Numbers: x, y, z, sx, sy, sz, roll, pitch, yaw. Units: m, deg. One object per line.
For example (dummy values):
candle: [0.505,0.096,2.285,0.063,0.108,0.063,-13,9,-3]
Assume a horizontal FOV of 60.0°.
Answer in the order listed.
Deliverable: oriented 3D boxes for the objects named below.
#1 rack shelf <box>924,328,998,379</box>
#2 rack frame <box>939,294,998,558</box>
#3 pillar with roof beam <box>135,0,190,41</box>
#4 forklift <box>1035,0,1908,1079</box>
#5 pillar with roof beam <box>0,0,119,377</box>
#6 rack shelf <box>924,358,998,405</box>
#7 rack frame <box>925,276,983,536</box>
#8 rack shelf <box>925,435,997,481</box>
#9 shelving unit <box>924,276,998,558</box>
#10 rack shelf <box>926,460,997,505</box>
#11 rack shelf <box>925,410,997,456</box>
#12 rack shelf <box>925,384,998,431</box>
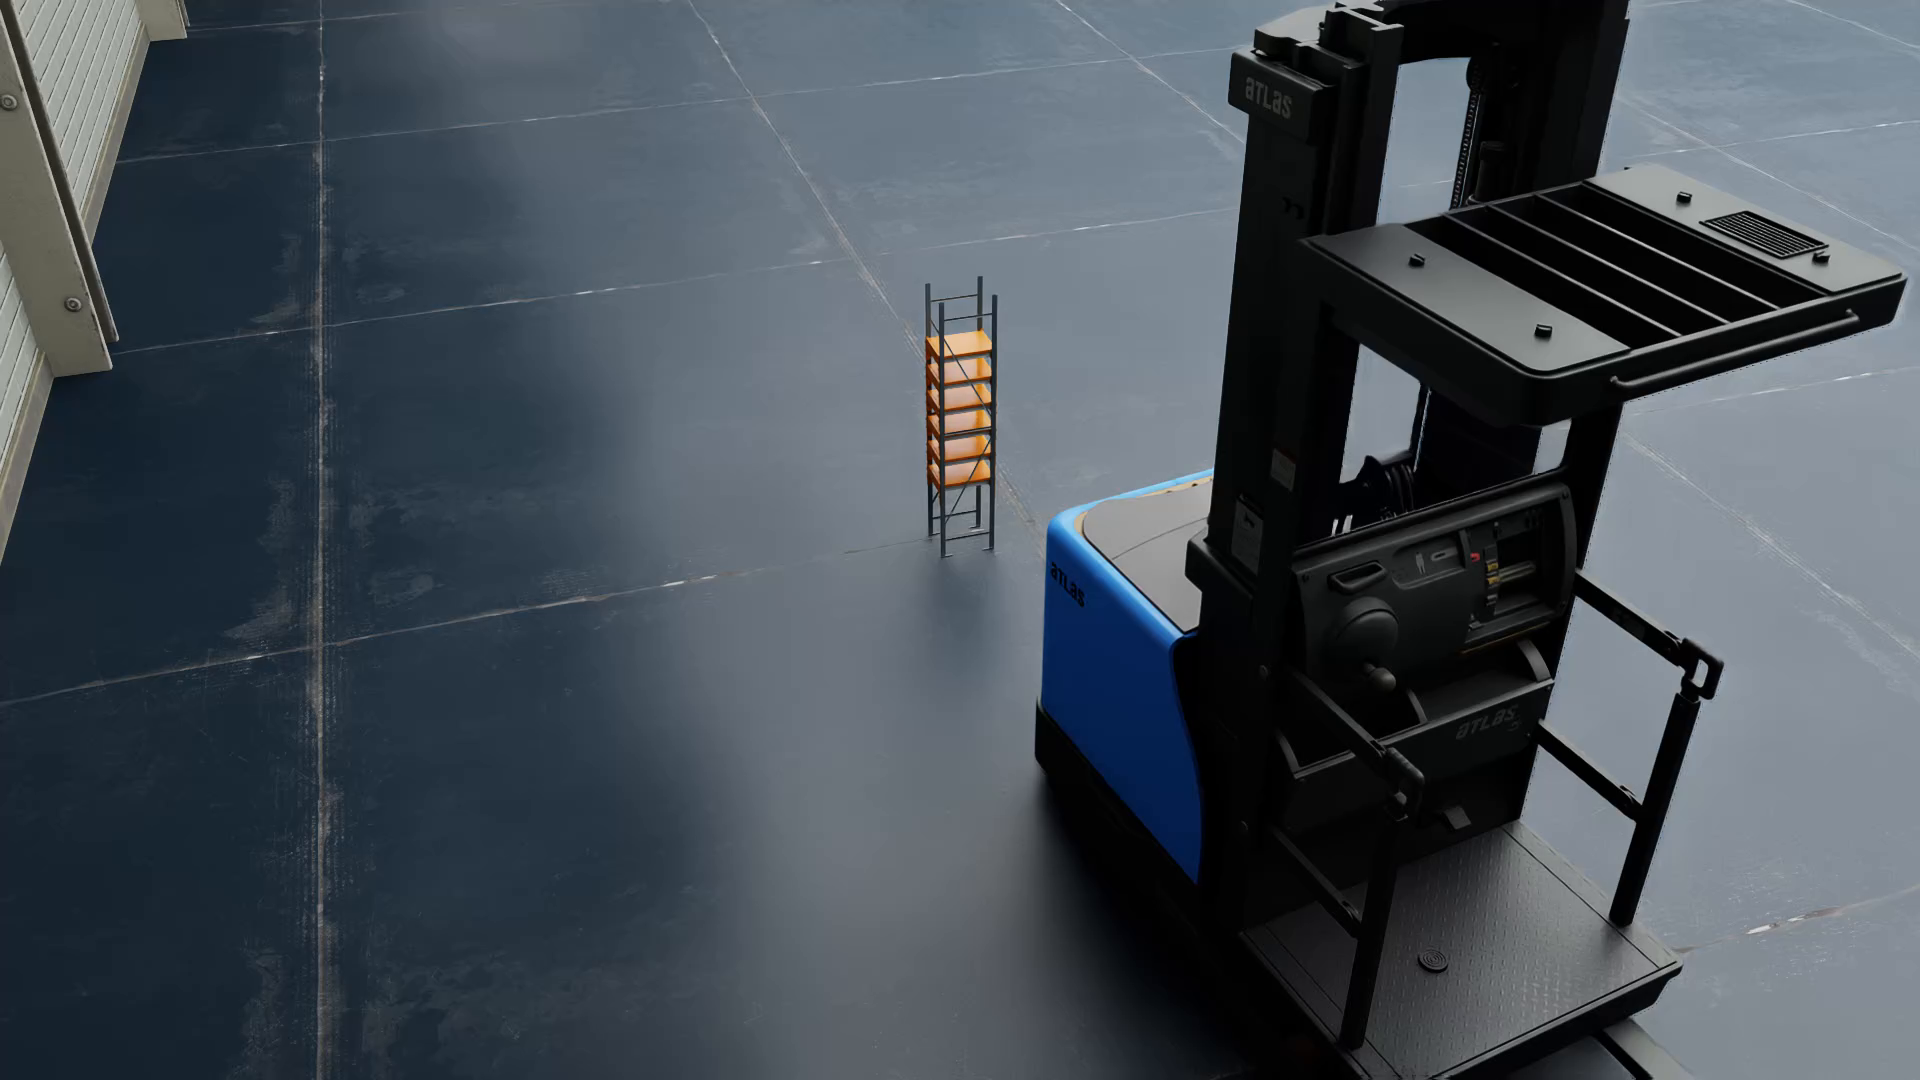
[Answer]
rack shelf: [0.004,-0.756,6.734,0.258,0.103,0.180,-10,35,-15]
rack frame: [0.032,-0.445,6.835,0.240,1.200,0.006,-10,35,-15]
pillar with roof beam: [-2.316,-8.585,12.079,9.100,9.000,0.400,-10,35,-15]
forklift: [1.385,0.191,4.303,1.130,2.935,3.031,-16,37,-22]
pillar with roof beam: [-0.486,-5.435,7.312,9.100,9.000,0.400,-10,35,-15]
rack shelf: [0.004,-0.656,6.800,0.258,0.103,0.180,-10,35,-15]
rack frame: [-0.023,-0.541,6.980,0.240,1.200,0.006,-10,35,-15]
rack shelf: [0.004,-0.356,6.998,0.258,0.103,0.180,-10,35,-15]
shelving unit: [0.004,-0.493,6.908,0.258,1.200,0.189,-10,35,-15]
rack shelf: [0.004,-0.256,7.065,0.258,0.103,0.180,-10,35,-15]
rack shelf: [0.004,-0.456,6.932,0.258,0.103,0.180,-10,35,-15]
rack shelf: [0.004,-0.556,6.866,0.258,0.103,0.180,-10,35,-15]
